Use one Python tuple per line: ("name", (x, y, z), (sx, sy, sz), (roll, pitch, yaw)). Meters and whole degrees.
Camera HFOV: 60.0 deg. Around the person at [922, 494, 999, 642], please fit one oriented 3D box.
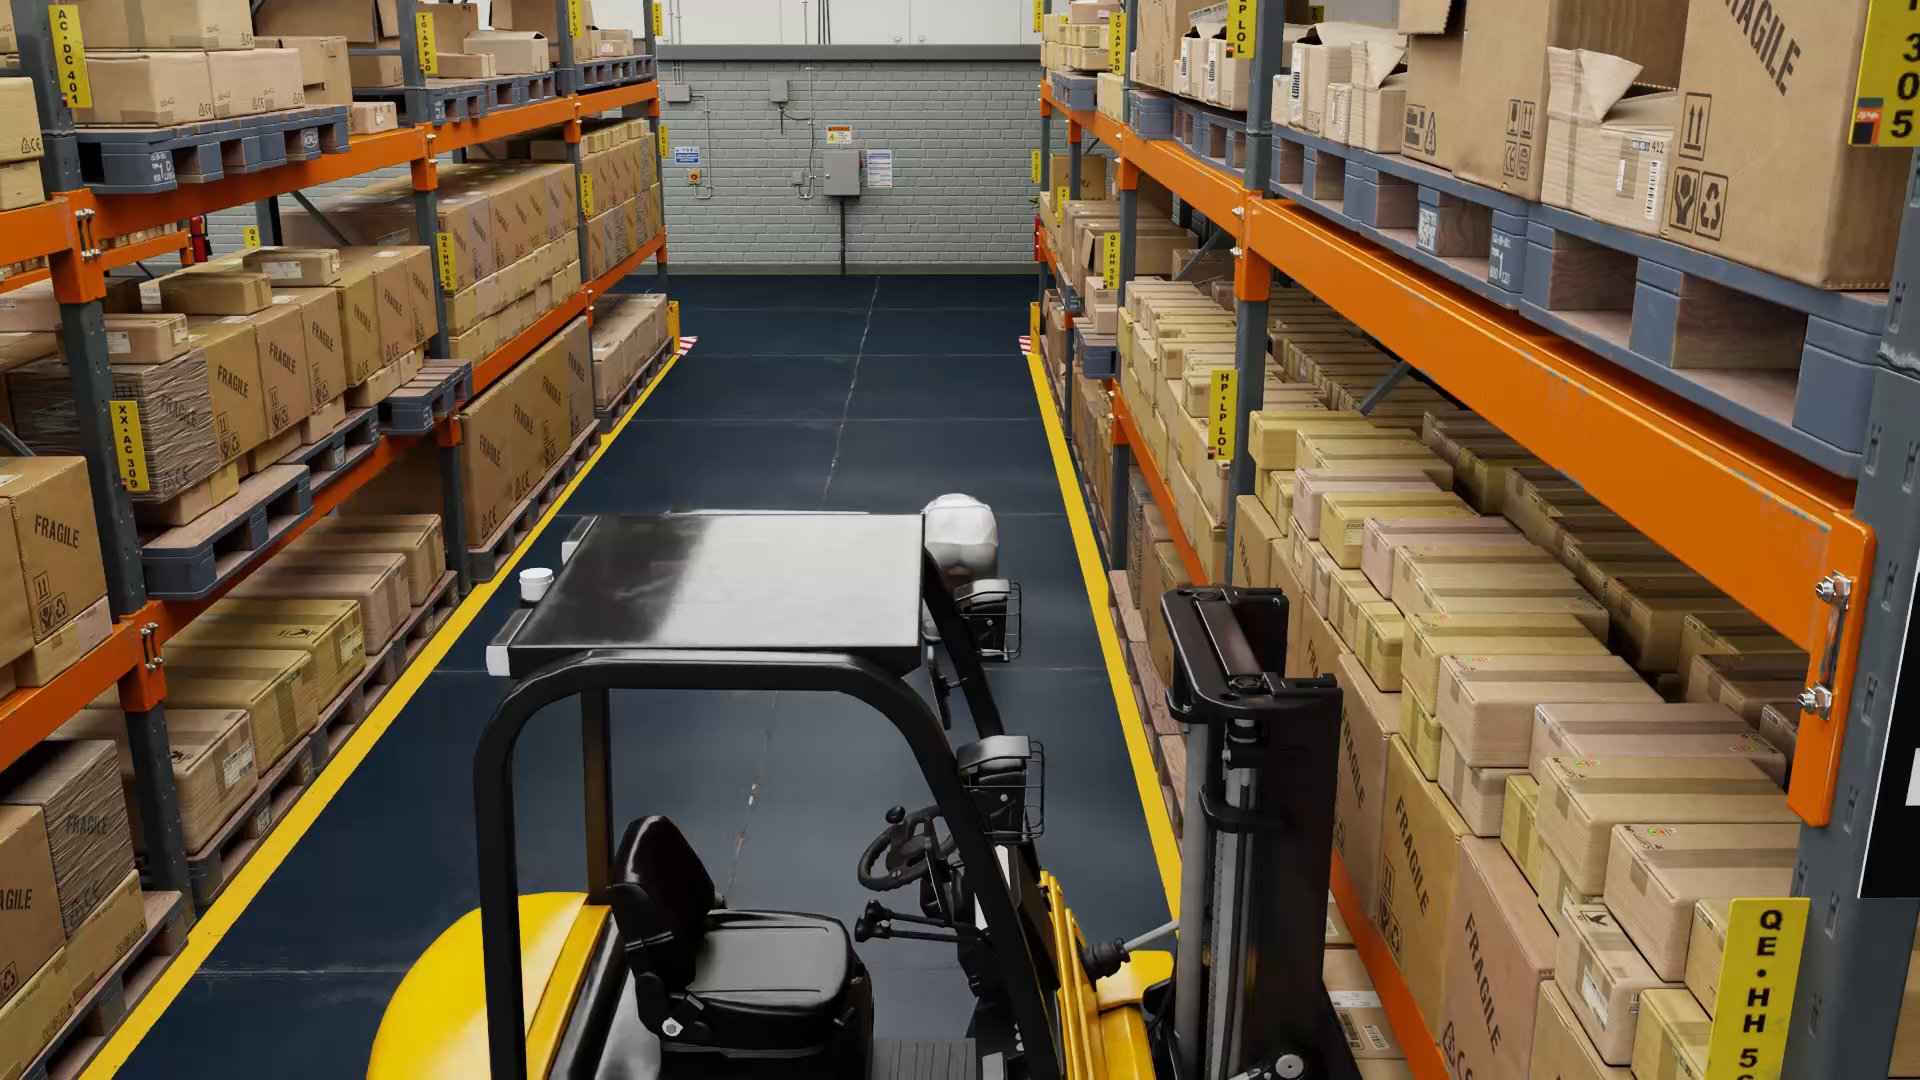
("person", (-0.032, 0.120, 9.605), (0.521, 0.834, 0.942), (-1, 17, -3))
